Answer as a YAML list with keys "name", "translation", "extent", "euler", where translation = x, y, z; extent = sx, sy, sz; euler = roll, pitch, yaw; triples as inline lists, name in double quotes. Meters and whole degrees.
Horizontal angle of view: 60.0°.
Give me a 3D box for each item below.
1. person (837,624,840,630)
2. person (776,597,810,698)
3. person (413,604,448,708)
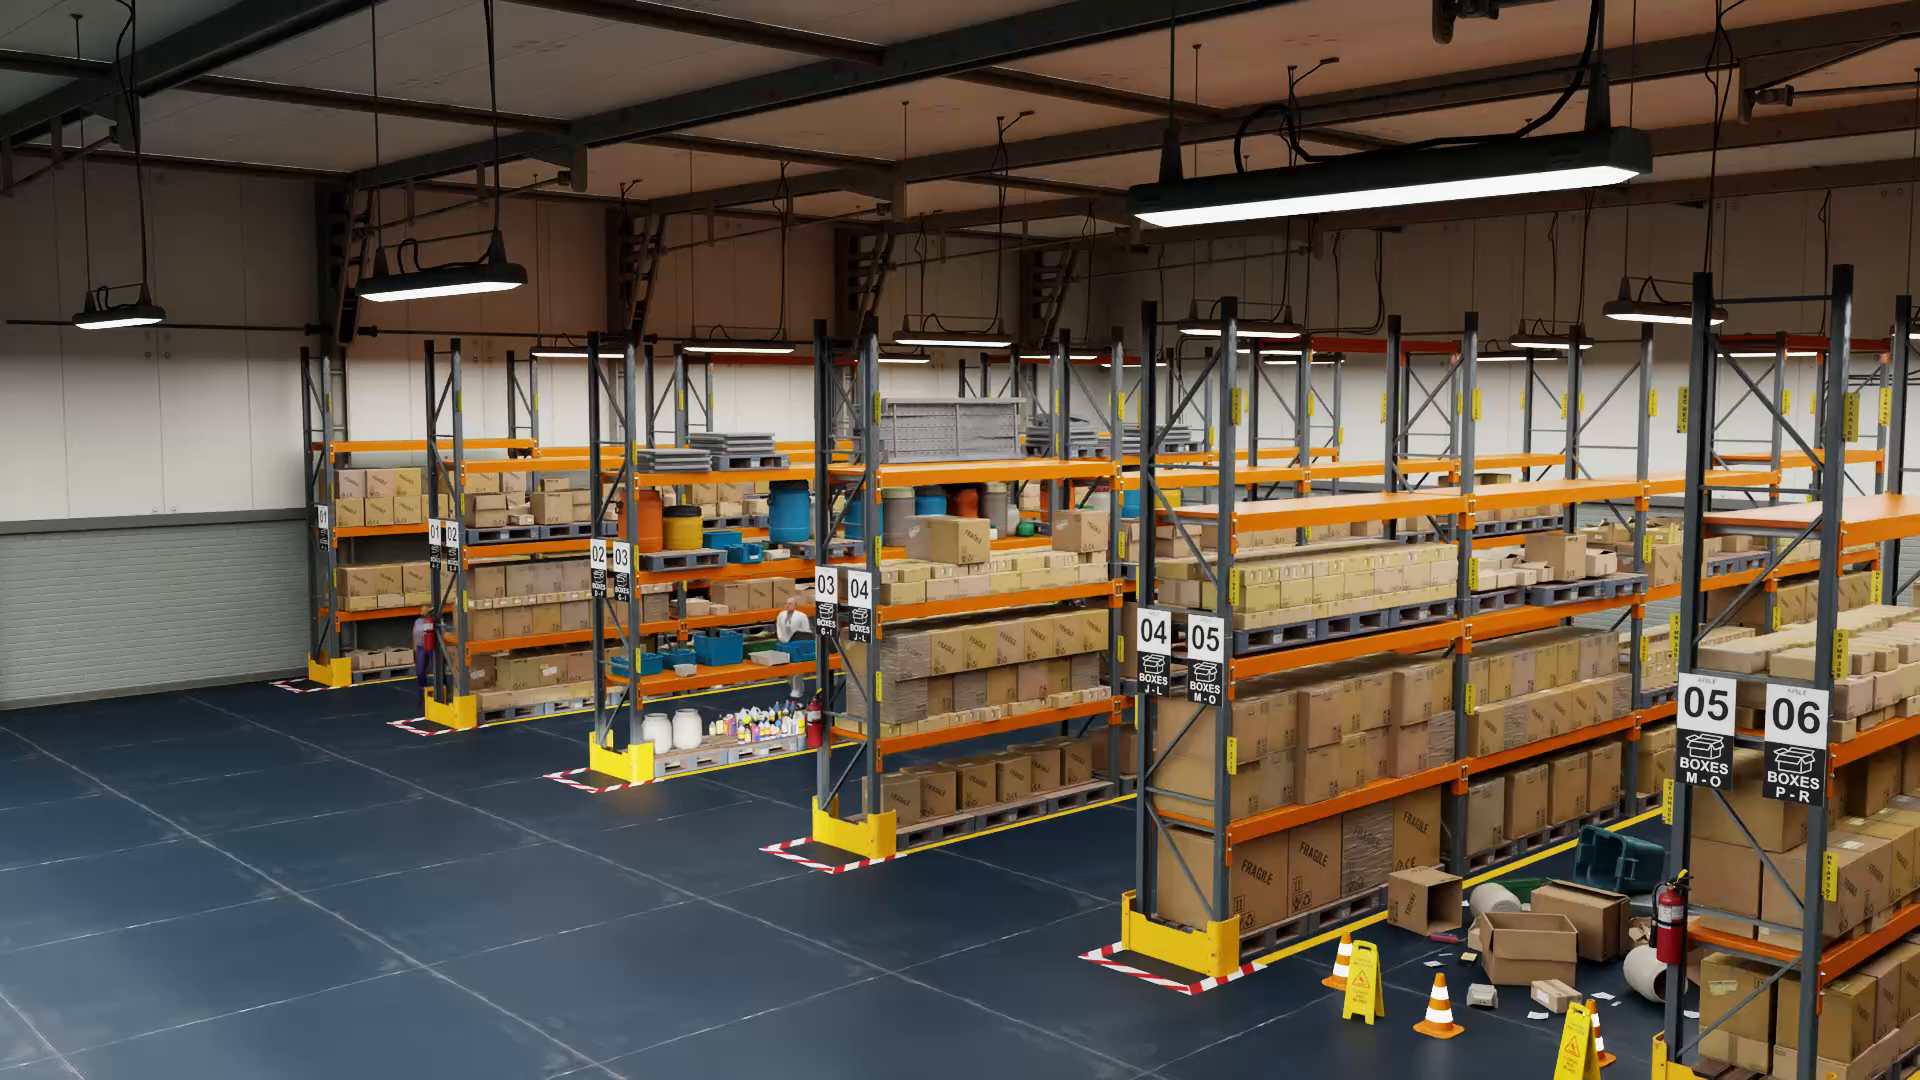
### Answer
- name: "person"
  translation: [-2.578, 1.368, 33.747]
  extent: [0.592, 1.654, 0.803]
  euler: [3, 6, 31]
- name: "person"
  translation: [-2.889, 1.825, 28.122]
  extent: [0.717, 1.722, 0.710]
  euler: [2, 6, 24]
- name: "person"
  translation: [-8.850, 1.907, 27.715]
  extent: [0.635, 1.679, 0.795]
  euler: [0, 5, 5]
